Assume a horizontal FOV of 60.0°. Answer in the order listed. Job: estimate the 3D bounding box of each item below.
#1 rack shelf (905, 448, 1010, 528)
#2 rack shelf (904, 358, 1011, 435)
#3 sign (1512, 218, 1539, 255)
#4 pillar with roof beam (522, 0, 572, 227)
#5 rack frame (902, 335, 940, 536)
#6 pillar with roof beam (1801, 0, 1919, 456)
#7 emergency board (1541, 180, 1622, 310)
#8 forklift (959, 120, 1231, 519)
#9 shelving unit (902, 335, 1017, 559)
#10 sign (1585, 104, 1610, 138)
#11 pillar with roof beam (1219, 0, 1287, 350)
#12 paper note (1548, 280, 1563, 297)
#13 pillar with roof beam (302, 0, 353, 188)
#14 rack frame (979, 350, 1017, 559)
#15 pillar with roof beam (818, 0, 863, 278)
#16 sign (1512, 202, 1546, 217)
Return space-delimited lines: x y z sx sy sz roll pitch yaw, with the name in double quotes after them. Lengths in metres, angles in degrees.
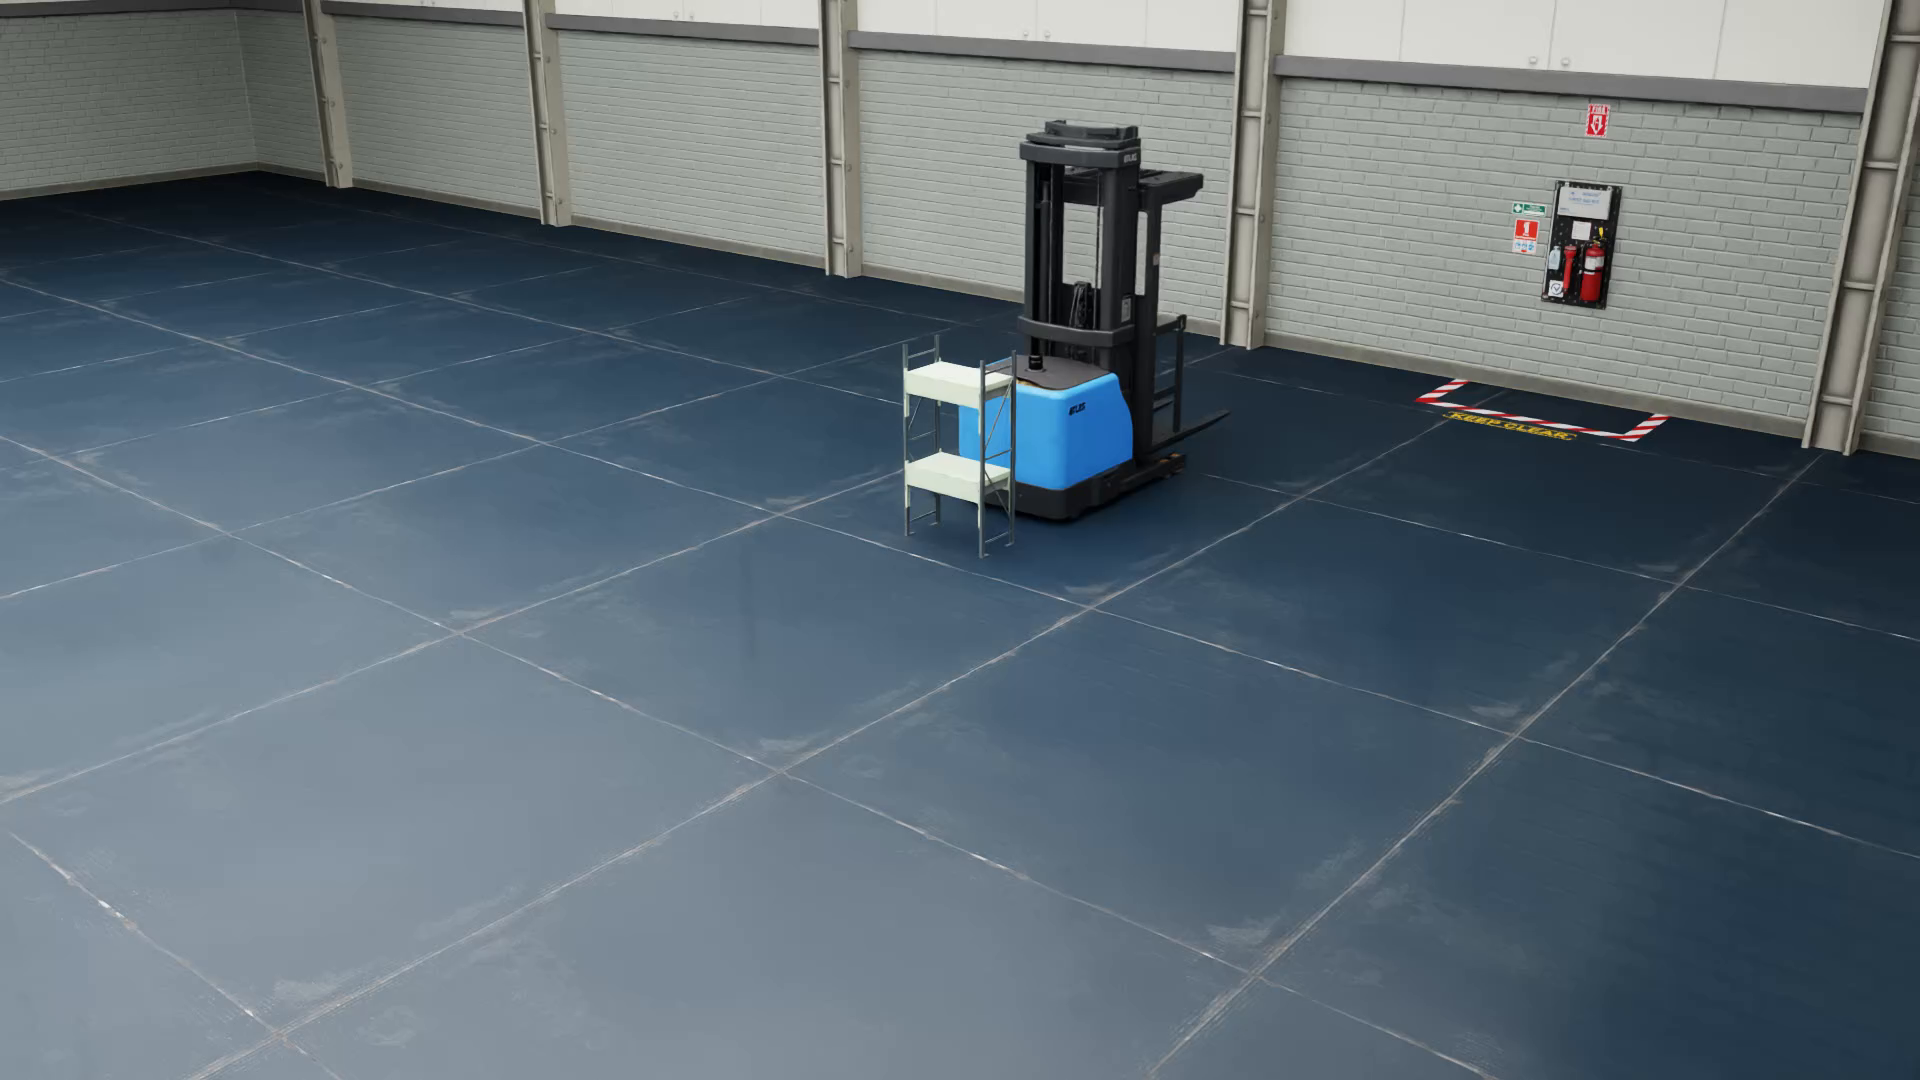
-0.005 -0.398 12.523 0.720 0.370 0.431 16 26 36 "rack shelf"
-0.005 -1.068 12.270 0.720 0.370 0.431 16 26 36 "rack shelf"
5.516 -2.959 16.214 0.234 0.329 0.001 16 26 36 "sign"
-8.898 -7.875 20.798 0.400 9.000 9.100 16 26 36 "pillar with roof beam"
-0.289 -0.785 12.624 0.023 1.500 0.400 16 26 36 "rack frame"
5.047 -3.859 10.149 0.400 9.000 9.100 16 26 36 "pillar with roof beam"
5.879 -2.791 15.818 0.643 1.169 0.194 16 26 36 "emergency board"
1.277 -1.984 13.776 1.130 2.935 3.031 15 25 35 "forklift"
-0.005 -0.703 12.407 0.755 1.500 0.431 16 26 36 "shelving unit"
5.936 -3.905 15.486 0.199 0.298 0.001 16 26 36 "sign"
0.399 -5.198 13.699 0.400 9.000 9.100 16 26 36 "pillar with roof beam"
5.785 -2.437 16.128 0.142 0.148 0.016 16 26 36 "paper note"
-13.546 -9.214 24.348 0.400 9.000 9.100 16 26 36 "pillar with roof beam"
0.278 -0.622 12.191 0.023 1.500 0.400 16 26 36 "rack frame"
-4.249 -6.537 17.249 0.400 9.000 9.100 16 26 36 "pillar with roof beam"
5.514 -3.204 16.111 0.331 0.109 0.001 16 26 36 "sign"
